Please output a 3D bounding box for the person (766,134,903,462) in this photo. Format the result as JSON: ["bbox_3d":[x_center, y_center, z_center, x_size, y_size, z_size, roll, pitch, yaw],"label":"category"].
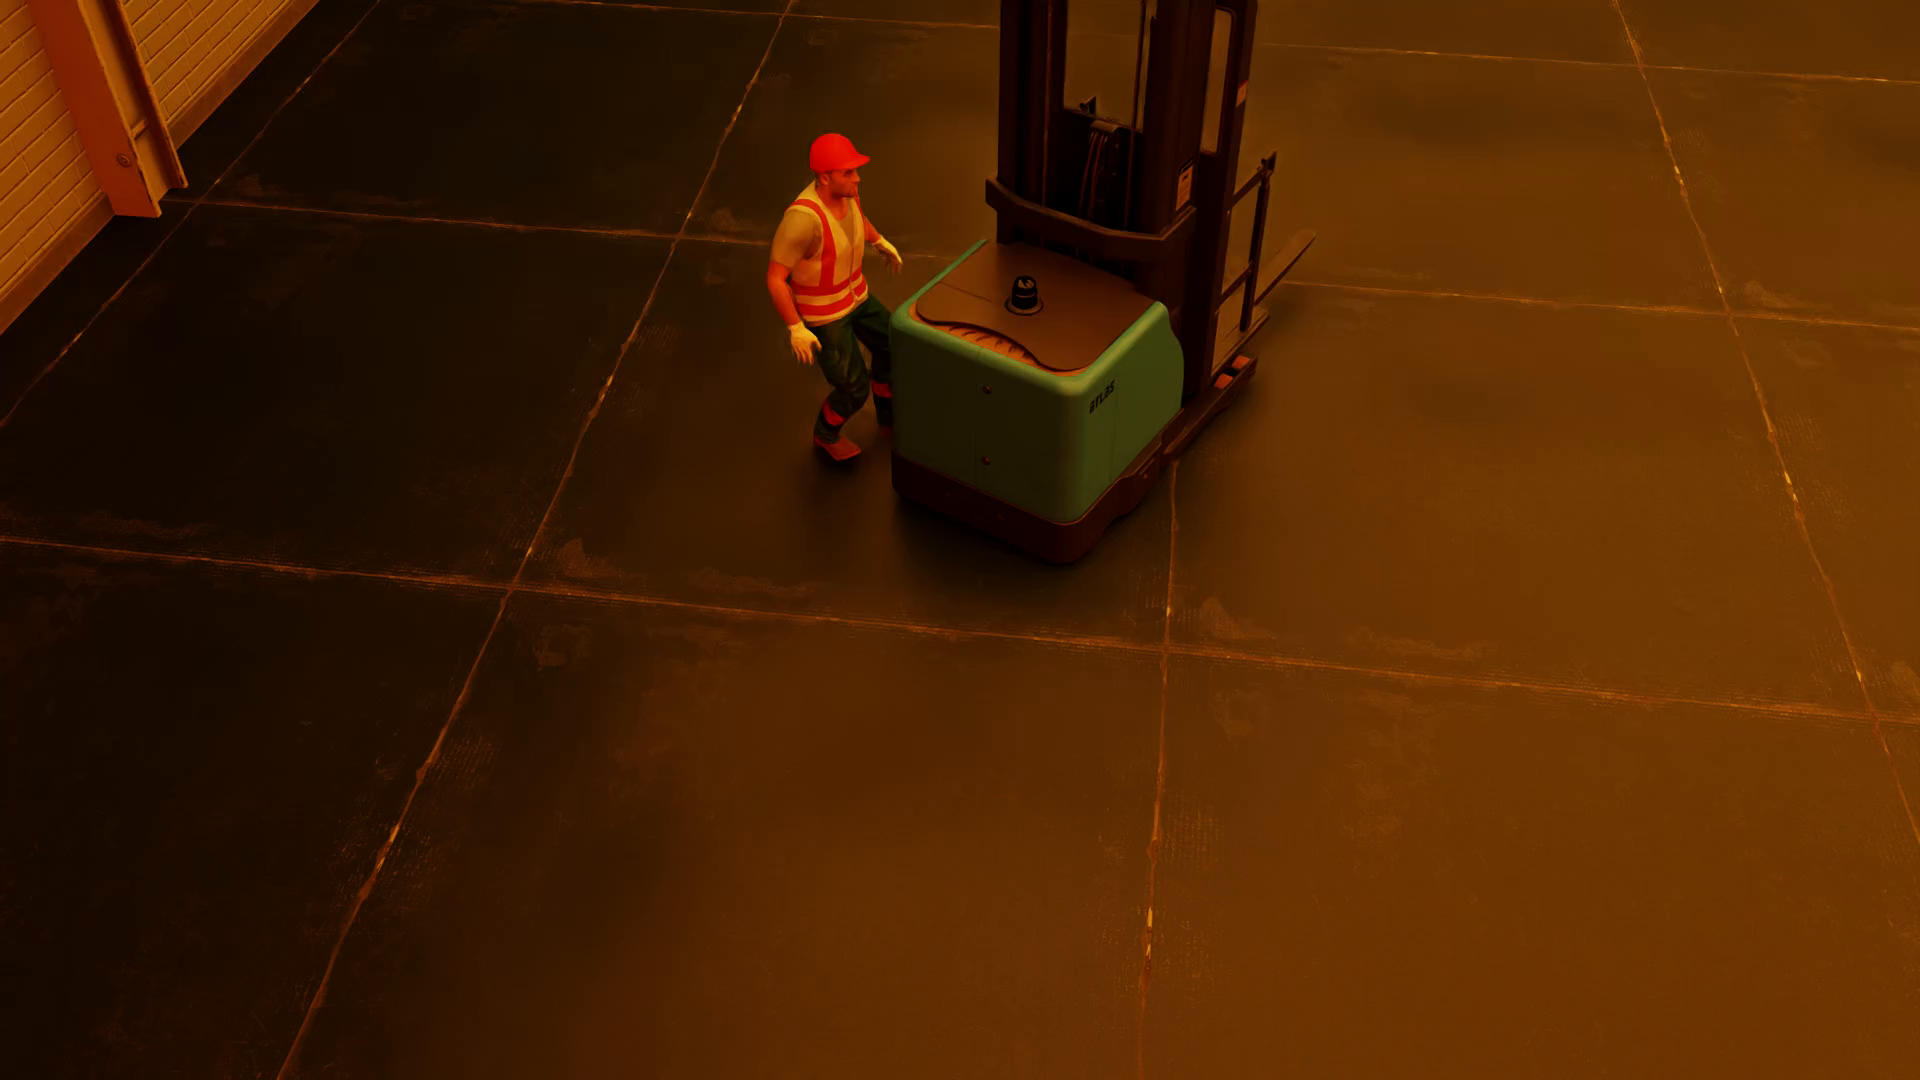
[{"bbox_3d":[-0.495,-1.086,7.817,0.573,1.748,0.925,20,46,21],"label":"person"}]

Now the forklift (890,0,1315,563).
[{"bbox_3d":[0.905,-1.939,7.835,1.130,2.935,3.031,24,48,24],"label":"forklift"}]
